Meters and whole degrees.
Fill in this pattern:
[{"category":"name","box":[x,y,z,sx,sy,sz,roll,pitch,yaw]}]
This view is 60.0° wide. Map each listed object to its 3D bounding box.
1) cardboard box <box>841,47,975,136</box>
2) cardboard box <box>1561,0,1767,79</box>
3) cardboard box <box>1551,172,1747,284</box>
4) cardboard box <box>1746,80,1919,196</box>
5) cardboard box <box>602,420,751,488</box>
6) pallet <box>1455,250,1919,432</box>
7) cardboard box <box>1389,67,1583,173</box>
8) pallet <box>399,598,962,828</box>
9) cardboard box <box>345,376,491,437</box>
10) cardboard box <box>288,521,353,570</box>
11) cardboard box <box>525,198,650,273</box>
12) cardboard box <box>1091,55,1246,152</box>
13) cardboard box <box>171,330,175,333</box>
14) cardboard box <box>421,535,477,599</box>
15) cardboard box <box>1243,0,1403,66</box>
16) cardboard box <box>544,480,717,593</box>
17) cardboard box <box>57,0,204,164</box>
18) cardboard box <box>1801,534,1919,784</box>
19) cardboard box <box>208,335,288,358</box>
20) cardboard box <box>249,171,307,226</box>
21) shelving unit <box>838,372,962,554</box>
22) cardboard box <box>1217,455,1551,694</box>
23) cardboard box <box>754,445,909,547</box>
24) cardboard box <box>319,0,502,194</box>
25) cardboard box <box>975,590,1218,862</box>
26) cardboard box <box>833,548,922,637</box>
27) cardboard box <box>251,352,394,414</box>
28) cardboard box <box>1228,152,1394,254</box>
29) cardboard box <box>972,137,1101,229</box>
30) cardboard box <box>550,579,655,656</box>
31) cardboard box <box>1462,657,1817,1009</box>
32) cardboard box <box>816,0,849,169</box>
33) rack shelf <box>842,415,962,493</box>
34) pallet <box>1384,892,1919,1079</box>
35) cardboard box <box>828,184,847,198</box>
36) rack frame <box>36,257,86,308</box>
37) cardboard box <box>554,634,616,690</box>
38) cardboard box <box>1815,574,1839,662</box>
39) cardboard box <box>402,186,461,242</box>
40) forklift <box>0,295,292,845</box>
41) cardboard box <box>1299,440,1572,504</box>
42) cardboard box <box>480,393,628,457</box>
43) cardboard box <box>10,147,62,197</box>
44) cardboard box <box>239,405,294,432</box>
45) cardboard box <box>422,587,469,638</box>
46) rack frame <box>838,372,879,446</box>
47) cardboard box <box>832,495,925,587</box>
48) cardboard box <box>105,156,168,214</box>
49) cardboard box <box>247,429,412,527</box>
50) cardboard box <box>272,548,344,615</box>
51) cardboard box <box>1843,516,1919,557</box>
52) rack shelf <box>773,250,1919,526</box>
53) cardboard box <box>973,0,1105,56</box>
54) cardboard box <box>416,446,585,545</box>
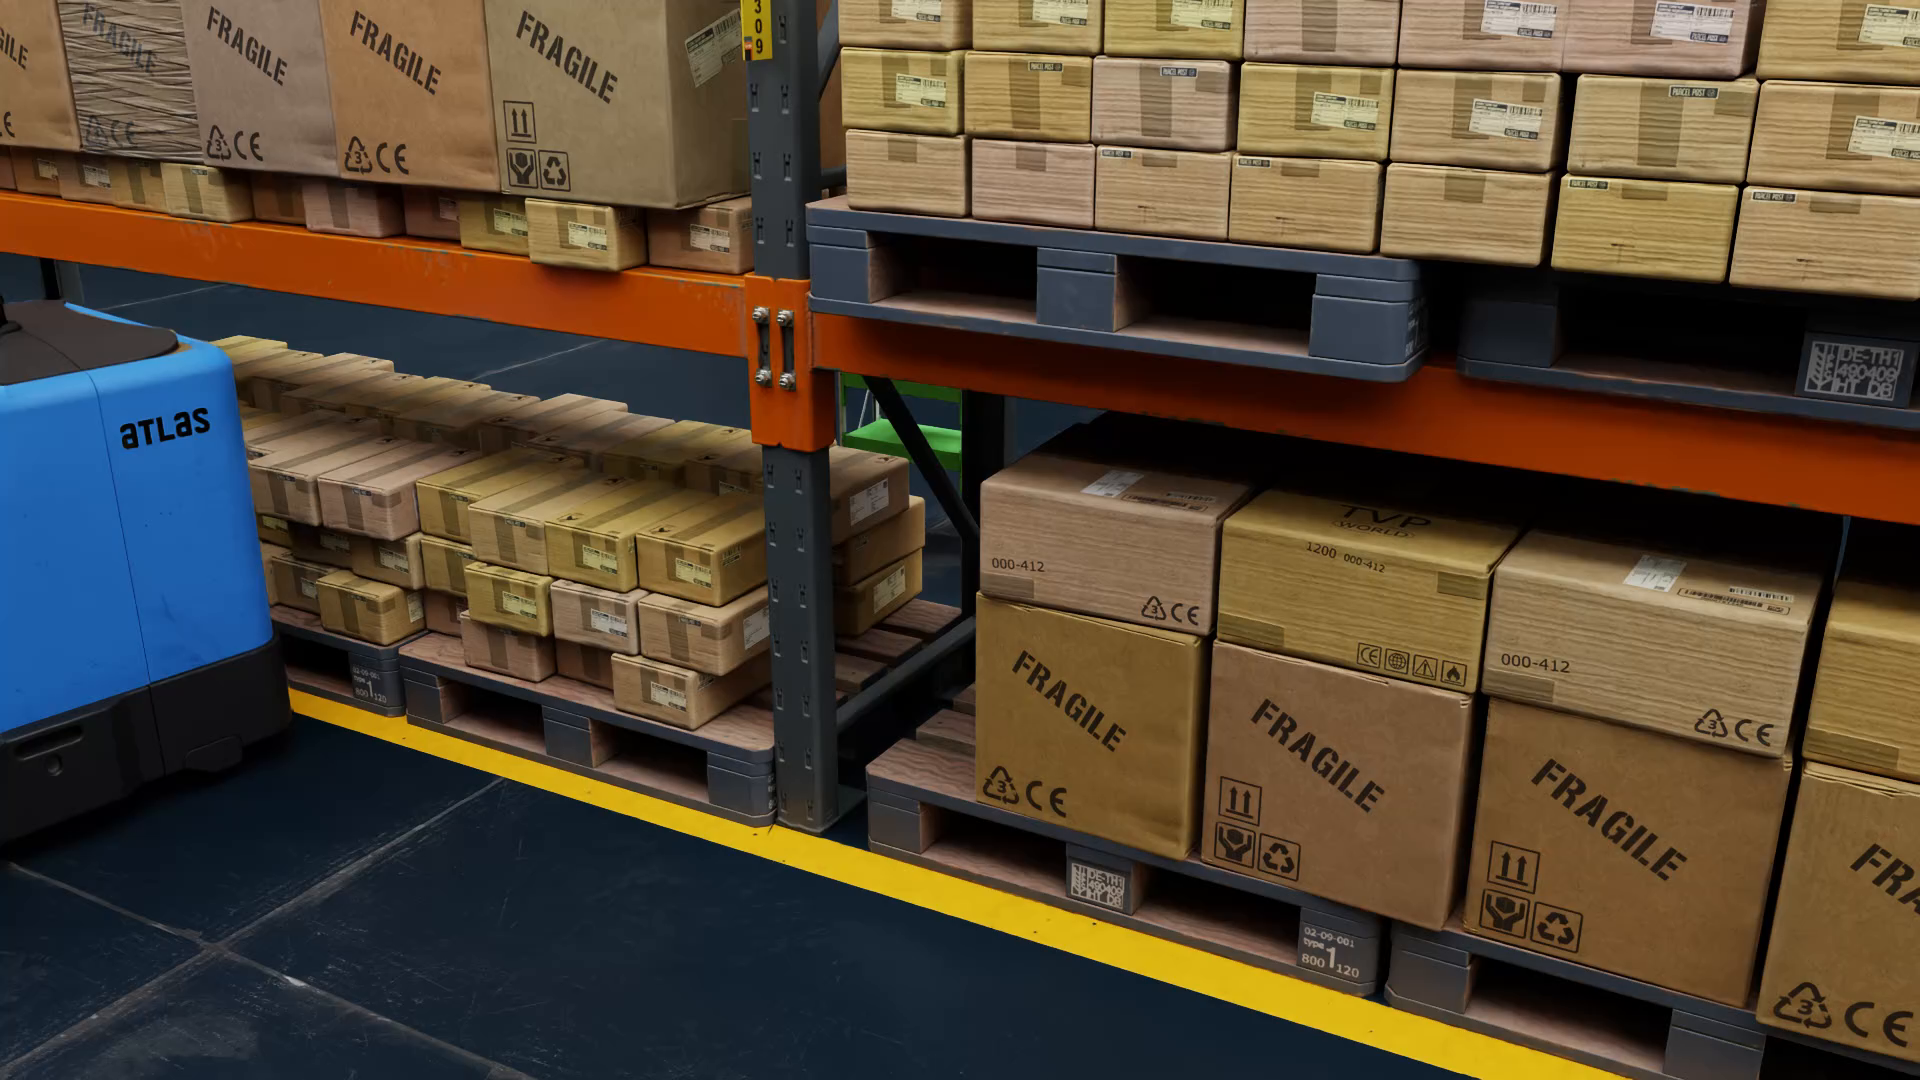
[{"category":"cardboard box","box":[-0.023,-0.882,3.215,0.250,0.149,0.380,11,23,28]},{"category":"cardboard box","box":[1.107,-0.808,2.573,0.250,0.149,0.380,12,23,29]},{"category":"cardboard box","box":[1.120,-0.527,2.672,0.250,0.149,0.380,10,22,26]},{"category":"cardboard box","box":[1.344,-0.623,2.500,0.250,0.149,0.380,10,22,26]},{"category":"cardboard box","box":[-0.798,-0.212,4.744,0.250,0.149,0.380,10,22,27]},{"category":"pallet","box":[1.602,-0.427,2.926,1.213,0.211,1.003,11,23,27]},{"category":"cardboard box","box":[0.894,-0.710,2.740,0.250,0.149,0.380,12,23,29]},{"category":"pallet","box":[-0.746,0.344,4.607,1.213,0.211,1.003,11,23,27]},{"category":"cardboard box","box":[-1.694,-0.389,5.231,0.250,0.149,0.380,11,23,28]},{"category":"cardboard box","box":[-1.684,-0.059,4.758,0.250,0.149,0.380,10,22,25]},{"category":"cardboard box","box":[-0.784,-0.736,3.863,0.250,0.149,0.380,10,22,26]},{"category":"cardboard box","box":[0.430,-0.797,2.980,0.250,0.149,0.380,11,23,29]},{"category":"cardboard box","box":[-3.049,-0.655,5.965,0.250,0.149,0.380,11,23,28]},{"category":"cardboard box","box":[-1.228,0.028,4.518,0.250,0.149,0.380,11,23,28]},{"category":"cardboard box","box":[0.663,-0.892,2.806,0.250,0.149,0.380,10,22,27]},{"category":"cardboard box","box":[-0.822,-0.015,4.200,0.250,0.149,0.380,11,23,28]},{"category":"cardboard box","box":[-2.028,-1.311,4.498,0.500,0.500,0.500,10,22,26]},{"category":"cardboard box","box":[1.743,0.219,2.813,0.500,0.250,0.500,11,23,29]},{"category":"cardboard box","box":[-2.569,-0.591,5.788,0.250,0.149,0.380,10,22,26]},{"category":"cardboard box","box":[-1.649,-0.943,4.434,0.250,0.149,0.380,10,22,27]},{"category":"shelving unit","box":[-0.145,-0.592,5.736,0.503,1.200,0.258,11,23,27]},{"category":"cardboard box","box":[0.840,0.049,3.282,0.500,0.250,0.500,11,23,29]},{"category":"cardboard box","box":[-0.342,-0.122,4.494,0.250,0.149,0.380,12,23,29]},{"category":"cardboard box","box":[-1.155,-1.136,4.014,0.500,0.500,0.500,10,22,26]},{"category":"cardboard box","box":[0.373,0.314,3.651,0.500,0.500,0.500,12,23,29]},{"category":"cardboard box","box":[-0.304,0.121,4.698,0.250,0.149,0.380,10,22,25]},{"category":"cardboard box","box":[-2.112,-0.501,5.540,0.250,0.149,0.380,12,23,29]},{"category":"cardboard box","box":[0.657,-0.613,2.910,0.250,0.149,0.380,11,23,28]},{"category":"cardboard box","box":[0.222,-0.698,3.144,0.250,0.149,0.380,11,23,28]},{"category":"cardboard box","box":[-0.815,0.138,4.214,0.250,0.149,0.380,10,22,25]},{"category":"cardboard box","box":[1.300,0.484,3.181,0.500,0.500,0.500,11,23,28]},{"category":"cardboard box","box":[-0.452,-1.210,4.219,0.500,0.500,0.500,10,22,26]},{"category":"rack shelf","box":[-0.145,-0.306,5.840,0.480,0.148,0.258,11,23,27]},{"category":"pallet","box":[1.607,0.777,3.414,1.213,0.211,1.003,11,23,27]},{"category":"cardboard box","box":[-0.230,-0.892,4.294,0.250,0.149,0.380,12,23,29]},{"category":"rack frame","box":[-3.634,-1.531,5.687,0.127,3.000,1.000,11,23,27]},{"category":"cardboard box","box":[-0.837,0.245,4.355,0.250,0.149,0.380,12,23,29]},{"category":"cardboard box","box":[1.966,0.417,3.366,0.500,0.500,0.500,10,22,26]},{"category":"cardboard box","box":[-1.180,-0.861,4.209,0.250,0.149,0.380,10,22,26]},{"category":"forklift","box":[-3.068,-0.548,3.078,1.130,2.935,3.031,16,25,37]},{"category":"cardboard box","box":[1.073,-0.103,3.699,0.500,0.250,0.500,12,23,30]},{"category":"cardboard box","box":[-1.220,-0.316,5.029,0.250,0.149,0.380,11,23,28]},{"category":"cardboard box","box":[-2.542,-1.116,4.911,0.250,0.149,0.380,11,22,27]},{"category":"cardboard box","box":[-2.184,-0.267,4.894,0.250,0.149,0.380,11,23,28]},{"category":"cardboard box","box":[-1.270,0.140,4.644,0.250,0.149,0.380,10,22,26]},{"category":"rack frame","box":[-0.358,-0.632,5.848,0.015,1.200,0.240,11,23,27]},{"category":"cardboard box","box":[-0.303,-0.018,4.645,0.250,0.149,0.380,12,23,30]},{"category":"cardboard box","box":[-2.125,-1.017,4.639,0.250,0.149,0.380,12,23,29]},{"category":"cardboard box","box":[-1.754,-0.179,4.653,0.250,0.149,0.380,10,22,25]},{"category":"cardboard box","box":[-1.749,0.078,4.817,0.250,0.149,0.380,11,23,28]},{"category":"cardboard box","box":[1.997,0.067,3.230,0.500,0.250,0.500,11,23,28]},{"category":"rack shelf","box":[1.604,-0.195,3.059,4.000,0.370,1.077,11,23,27]},{"category":"cardboard box","box":[0.224,-0.978,3.042,0.250,0.149,0.380,11,23,29]},{"category":"cardboard box","box":[-1.232,-0.121,4.491,0.250,0.149,0.380,12,23,29]}]
